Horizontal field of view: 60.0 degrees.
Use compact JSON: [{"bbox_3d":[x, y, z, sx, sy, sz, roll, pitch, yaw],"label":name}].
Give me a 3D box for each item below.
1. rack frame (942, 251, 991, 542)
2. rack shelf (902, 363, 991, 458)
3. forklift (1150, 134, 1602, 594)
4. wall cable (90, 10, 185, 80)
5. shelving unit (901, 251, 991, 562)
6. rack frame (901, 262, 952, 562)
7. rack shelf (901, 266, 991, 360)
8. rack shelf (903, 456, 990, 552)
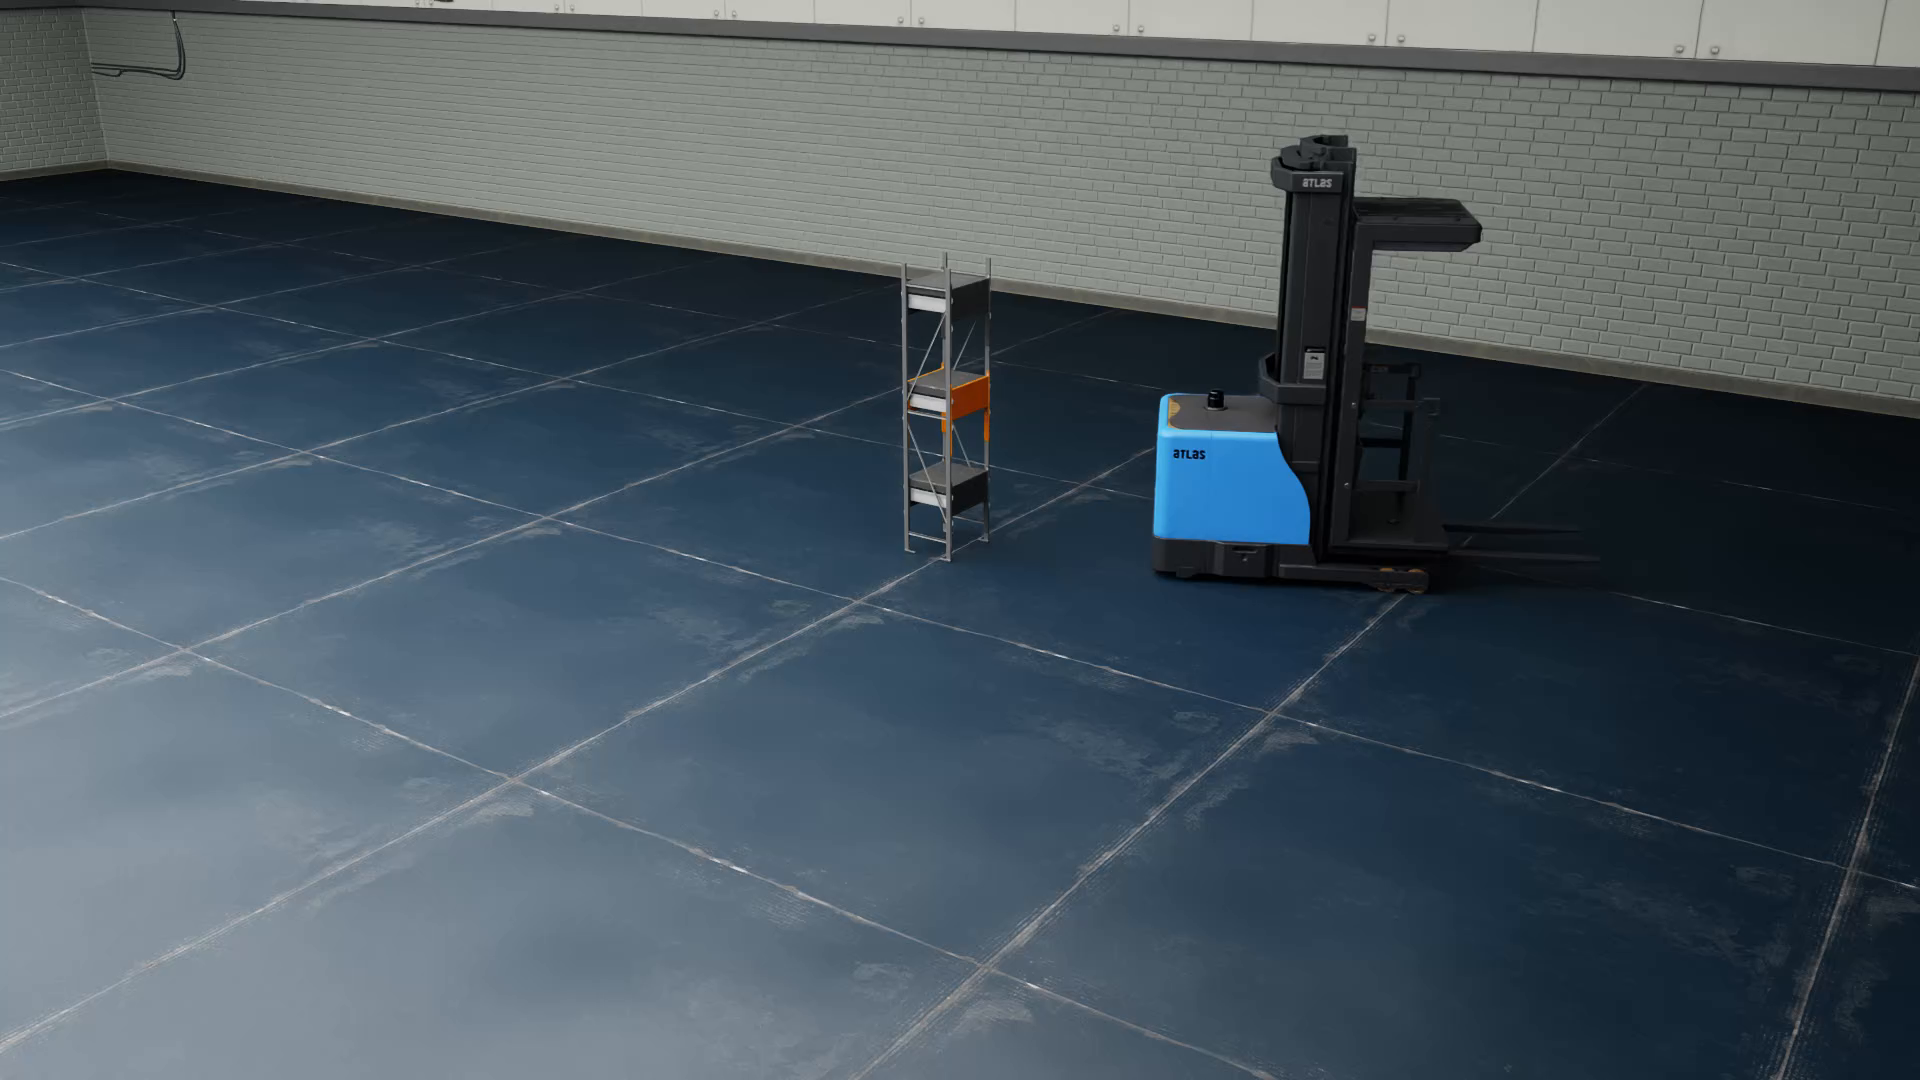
[{"bbox_3d":[0.044,-1.007,11.962,0.400,2.100,0.015,13,24,32],"label":"rack frame"},{"bbox_3d":[-0.093,-0.925,11.777,0.431,0.518,0.480,13,24,32],"label":"rack shelf"},{"bbox_3d":[2.881,-1.206,11.300,3.031,2.935,1.130,3,20,7],"label":"forklift"},{"bbox_3d":[-14.678,-9.403,29.190,3.097,2.526,0.112,13,24,32],"label":"wall cable"},{"bbox_3d":[-0.093,-0.937,11.772,0.431,2.100,0.503,13,24,32],"label":"shelving unit"},{"bbox_3d":[-0.230,-0.867,11.583,0.400,2.100,0.015,13,24,32],"label":"rack frame"},{"bbox_3d":[-0.093,-1.581,11.534,0.431,0.518,0.480,13,24,32],"label":"rack shelf"},{"bbox_3d":[-0.093,-0.268,12.020,0.431,0.518,0.480,13,24,32],"label":"rack shelf"}]
